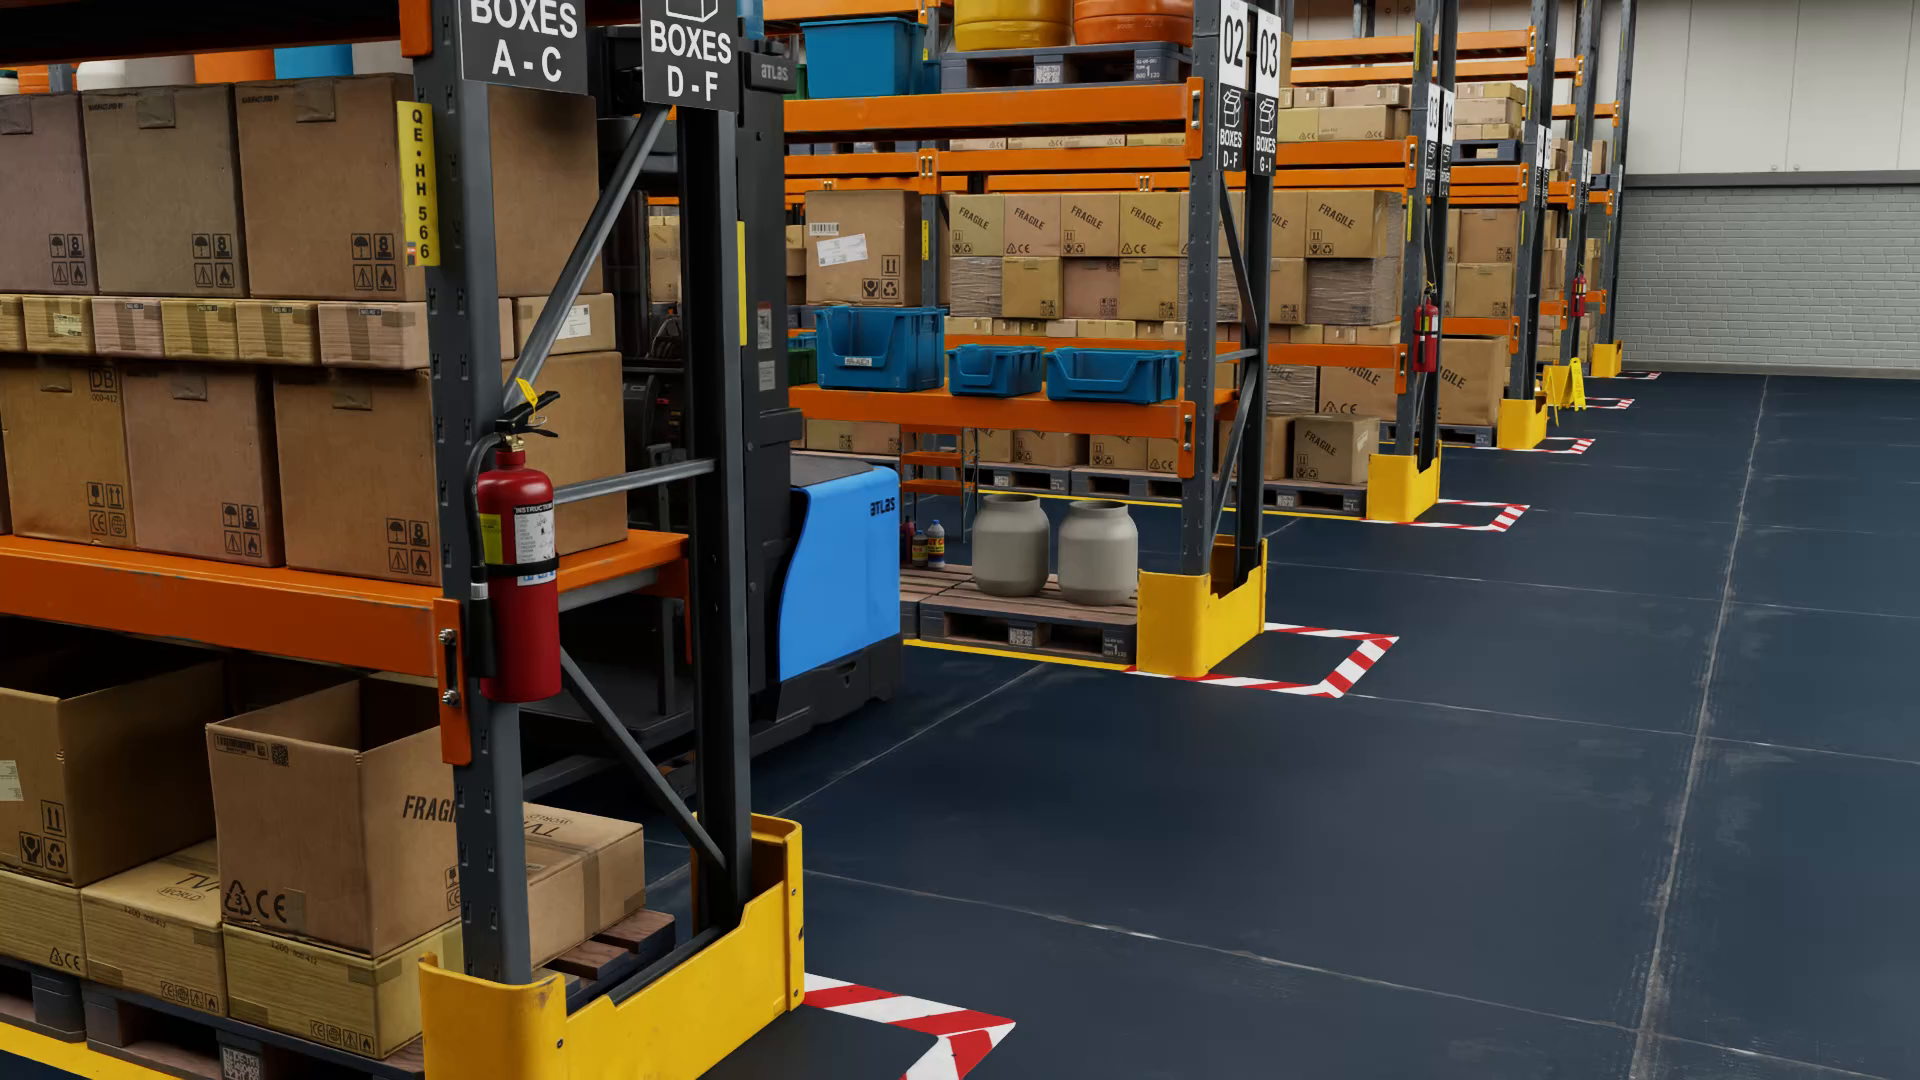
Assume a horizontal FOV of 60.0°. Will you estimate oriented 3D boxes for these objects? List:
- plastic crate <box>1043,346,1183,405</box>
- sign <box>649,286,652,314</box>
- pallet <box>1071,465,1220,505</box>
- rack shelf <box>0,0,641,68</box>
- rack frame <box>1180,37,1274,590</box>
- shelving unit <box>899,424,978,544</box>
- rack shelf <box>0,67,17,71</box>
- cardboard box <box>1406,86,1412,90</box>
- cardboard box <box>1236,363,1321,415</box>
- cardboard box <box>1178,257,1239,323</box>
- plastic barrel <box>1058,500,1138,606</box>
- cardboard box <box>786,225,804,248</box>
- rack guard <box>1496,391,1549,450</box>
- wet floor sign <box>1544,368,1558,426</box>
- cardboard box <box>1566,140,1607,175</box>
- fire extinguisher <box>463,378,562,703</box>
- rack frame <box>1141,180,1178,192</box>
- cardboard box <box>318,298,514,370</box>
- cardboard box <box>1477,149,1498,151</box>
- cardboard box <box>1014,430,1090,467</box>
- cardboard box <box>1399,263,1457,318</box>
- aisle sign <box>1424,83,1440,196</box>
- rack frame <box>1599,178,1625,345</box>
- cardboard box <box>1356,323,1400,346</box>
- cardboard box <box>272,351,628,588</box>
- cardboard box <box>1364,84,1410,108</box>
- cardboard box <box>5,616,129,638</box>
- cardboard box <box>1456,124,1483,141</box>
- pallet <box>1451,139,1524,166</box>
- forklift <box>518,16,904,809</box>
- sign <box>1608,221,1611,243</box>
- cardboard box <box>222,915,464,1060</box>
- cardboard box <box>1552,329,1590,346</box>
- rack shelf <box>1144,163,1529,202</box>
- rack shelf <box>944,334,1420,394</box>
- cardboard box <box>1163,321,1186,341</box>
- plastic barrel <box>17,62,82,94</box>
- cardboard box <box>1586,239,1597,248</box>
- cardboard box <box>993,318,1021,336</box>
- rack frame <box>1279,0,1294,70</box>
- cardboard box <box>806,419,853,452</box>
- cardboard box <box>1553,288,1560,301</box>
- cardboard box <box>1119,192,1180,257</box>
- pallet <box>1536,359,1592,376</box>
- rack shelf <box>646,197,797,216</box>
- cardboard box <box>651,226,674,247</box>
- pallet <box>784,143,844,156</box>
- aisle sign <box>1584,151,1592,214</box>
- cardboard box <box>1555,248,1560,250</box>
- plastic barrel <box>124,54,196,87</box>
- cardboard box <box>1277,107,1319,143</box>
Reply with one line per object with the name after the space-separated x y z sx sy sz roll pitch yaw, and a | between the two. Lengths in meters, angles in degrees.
0.767 -0.832 8.320 0.616 0.251 0.499 5 11 26 | plastic crate
-1.985 -1.452 10.550 0.005 0.325 0.100 5 11 26 | sign
1.669 -0.504 13.922 1.213 0.211 1.003 5 11 26 | pallet
-2.640 -1.402 4.651 4.000 0.370 1.077 5 11 26 | rack shelf
1.349 -0.913 8.353 0.127 3.000 1.000 5 11 26 | rack frame
-0.148 -0.603 11.695 0.503 1.200 0.258 5 11 26 | shelving unit
-9.015 -5.209 18.385 4.000 0.370 1.077 5 11 26 | rack shelf
4.687 -4.522 16.875 0.250 0.149 0.380 5 12 27 | cardboard box
3.581 -1.834 18.225 0.875 0.875 0.875 5 11 26 | cardboard box
2.128 -2.014 13.319 0.500 0.500 0.875 5 11 26 | cardboard box
0.725 0.065 8.756 0.421 0.512 0.421 0 10 0 | plastic barrel
-2.569 -4.693 26.150 0.500 0.500 0.500 5 11 26 | cardboard box
5.847 -1.256 17.269 0.348 0.500 1.175 5 11 26 | rack guard
6.727 -1.644 19.001 0.232 0.644 0.267 3 11 16 | wet floor sign
9.613 -5.857 25.506 0.500 0.500 0.500 5 12 28 | cardboard box
-0.946 -0.001 3.529 0.183 0.674 0.296 5 11 26 | fire extinguisher
2.238 -2.804 18.798 0.127 3.000 1.000 5 11 26 | rack frame
-1.273 -0.490 3.915 0.250 0.149 0.380 5 11 25 | cardboard box
6.835 -5.083 21.437 0.250 0.149 0.380 5 11 26 | cardboard box
0.811 -0.914 14.198 0.500 0.500 0.500 10 14 44 | cardboard box
4.970 -2.624 17.385 0.550 0.550 0.875 5 11 26 | cardboard box
3.463 -2.931 12.200 0.004 0.787 0.394 5 11 26 | aisle sign
10.118 -4.080 25.850 0.127 3.000 1.000 5 11 26 | rack frame
3.193 -1.570 12.688 0.250 0.149 0.380 5 11 26 | cardboard box
-1.259 -0.210 4.189 0.500 0.500 0.700 5 11 26 | cardboard box
3.153 -3.275 12.280 0.250 0.149 0.380 5 11 26 | cardboard box
-2.573 0.459 5.209 0.500 0.500 0.500 5 11 26 | cardboard box
5.152 -4.089 16.722 0.250 0.149 0.380 5 11 26 | cardboard box
5.155 -3.978 17.111 1.213 0.211 1.003 5 11 26 | pallet
-1.397 -0.528 6.415 1.130 2.935 3.031 5 12 28 | forklift
9.865 -4.681 25.253 0.005 0.325 0.100 5 11 26 | sign
-1.458 1.029 4.164 0.500 0.250 0.500 5 11 26 | cardboard box
9.543 -3.168 25.949 0.500 0.250 0.500 5 11 25 | cardboard box
4.032 -3.768 17.724 4.000 0.370 1.077 5 11 26 | rack shelf
1.747 -1.508 13.658 4.000 0.370 1.077 5 11 26 | rack shelf
1.802 -1.671 13.248 0.250 0.149 0.380 5 11 26 | cardboard box
-6.333 -3.483 11.743 0.708 0.830 0.600 5 11 26 | plastic barrel
9.703 -4.589 25.727 0.250 0.149 0.380 5 11 26 | cardboard box
0.468 -1.794 13.924 0.250 0.149 0.380 5 11 26 | cardboard box
4.338 -6.554 22.676 0.127 3.000 1.000 5 11 26 | rack frame
-1.008 -1.098 15.159 0.500 0.500 0.700 5 11 25 | cardboard box
7.712 -3.223 21.822 0.250 0.149 0.380 5 11 26 | cardboard box
1.595 -2.515 13.278 0.500 0.500 0.500 5 11 26 | cardboard box
9.414 -2.761 26.395 1.213 0.211 1.003 5 11 26 | pallet
-4.630 -5.512 27.361 4.000 0.370 1.077 5 11 26 | rack shelf
-4.740 -4.887 27.224 0.500 0.500 0.500 5 11 26 | cardboard box
-1.485 -3.550 15.026 1.003 0.211 1.213 5 11 26 | pallet
8.118 -4.611 21.484 0.004 0.787 0.394 5 11 26 | aisle sign
9.235 -4.476 25.940 0.250 0.149 0.380 5 12 27 | cardboard box
-5.185 -3.167 10.975 0.600 0.901 0.600 0 10 0 | plastic barrel
2.546 -3.143 12.670 0.500 0.250 0.500 5 11 26 | cardboard box
